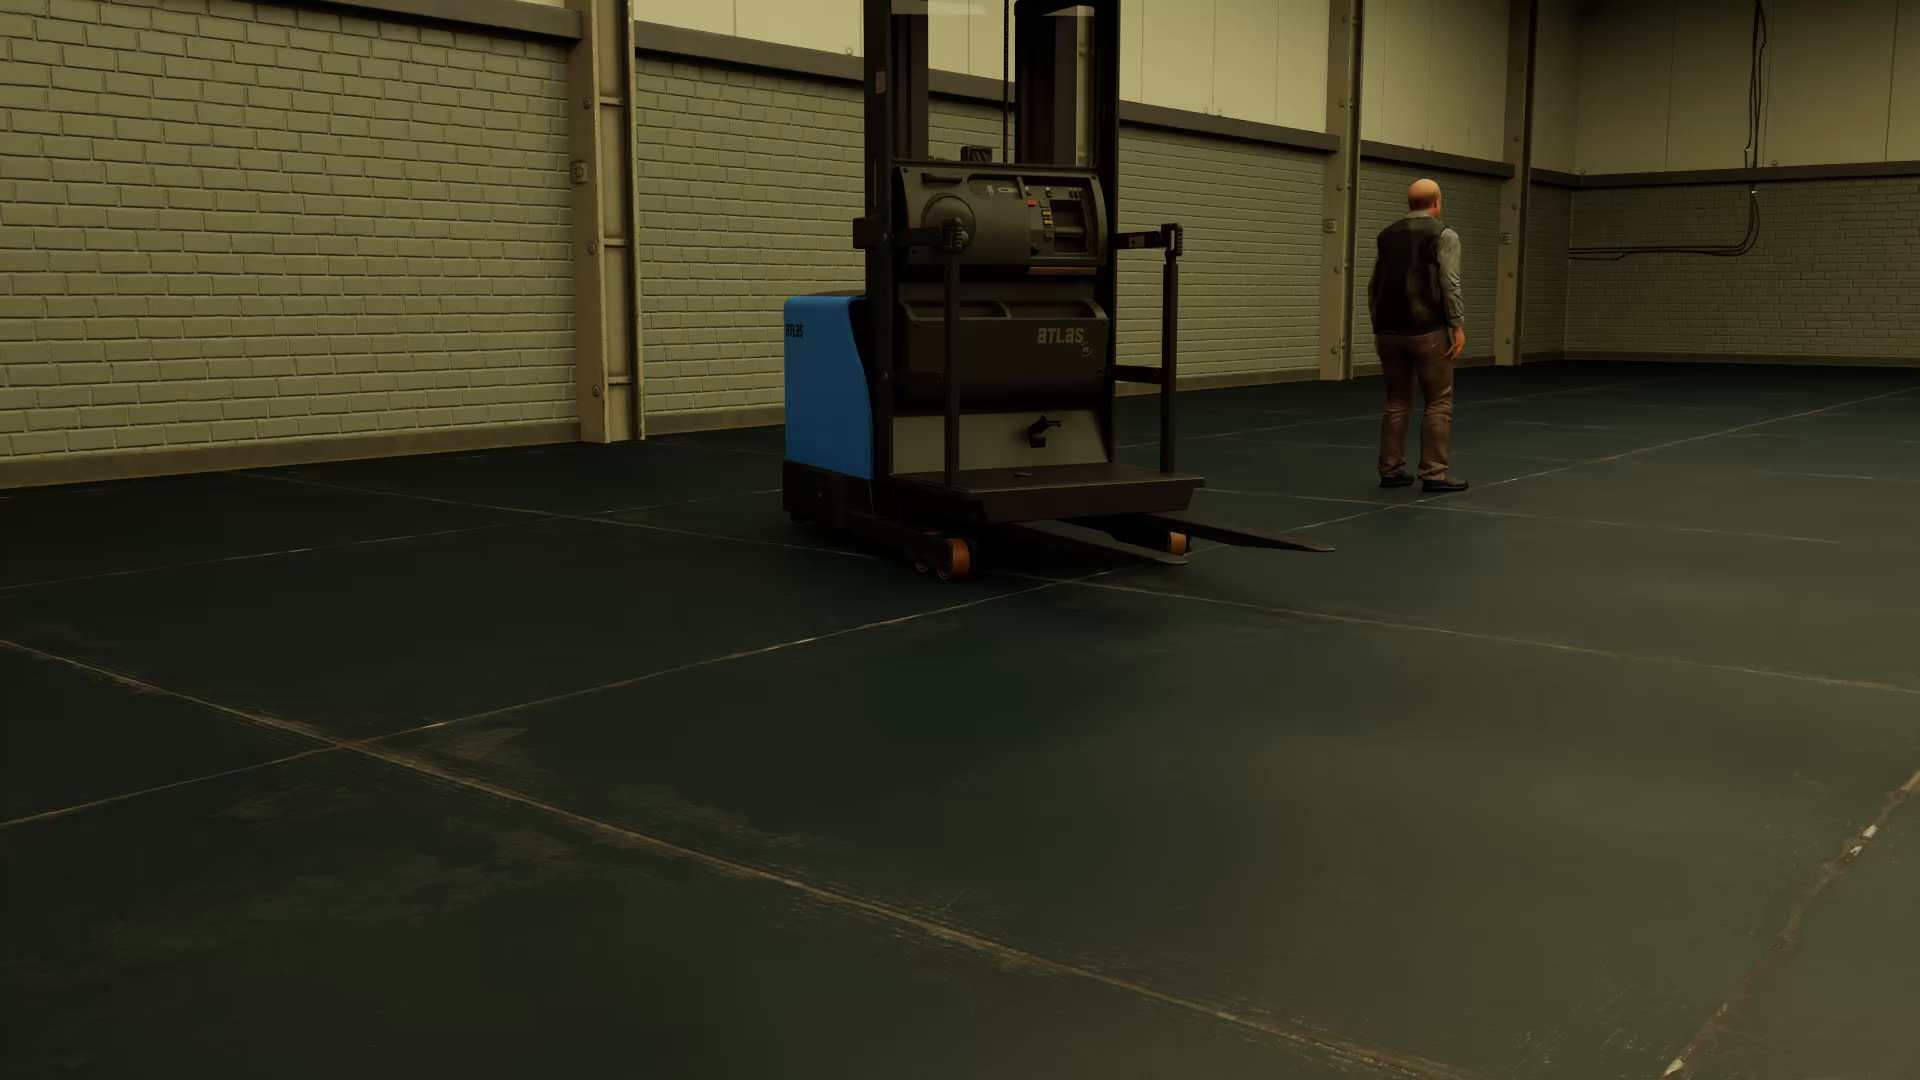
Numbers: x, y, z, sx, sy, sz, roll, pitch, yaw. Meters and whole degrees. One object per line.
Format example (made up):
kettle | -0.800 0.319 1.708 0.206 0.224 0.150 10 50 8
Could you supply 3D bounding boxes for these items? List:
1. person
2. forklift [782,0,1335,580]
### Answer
person | 2.541 -1.145 9.294 0.426 1.719 0.581 -7 11 -39
forklift | 0.285 -1.370 6.646 1.130 2.935 3.031 -4 9 -27
